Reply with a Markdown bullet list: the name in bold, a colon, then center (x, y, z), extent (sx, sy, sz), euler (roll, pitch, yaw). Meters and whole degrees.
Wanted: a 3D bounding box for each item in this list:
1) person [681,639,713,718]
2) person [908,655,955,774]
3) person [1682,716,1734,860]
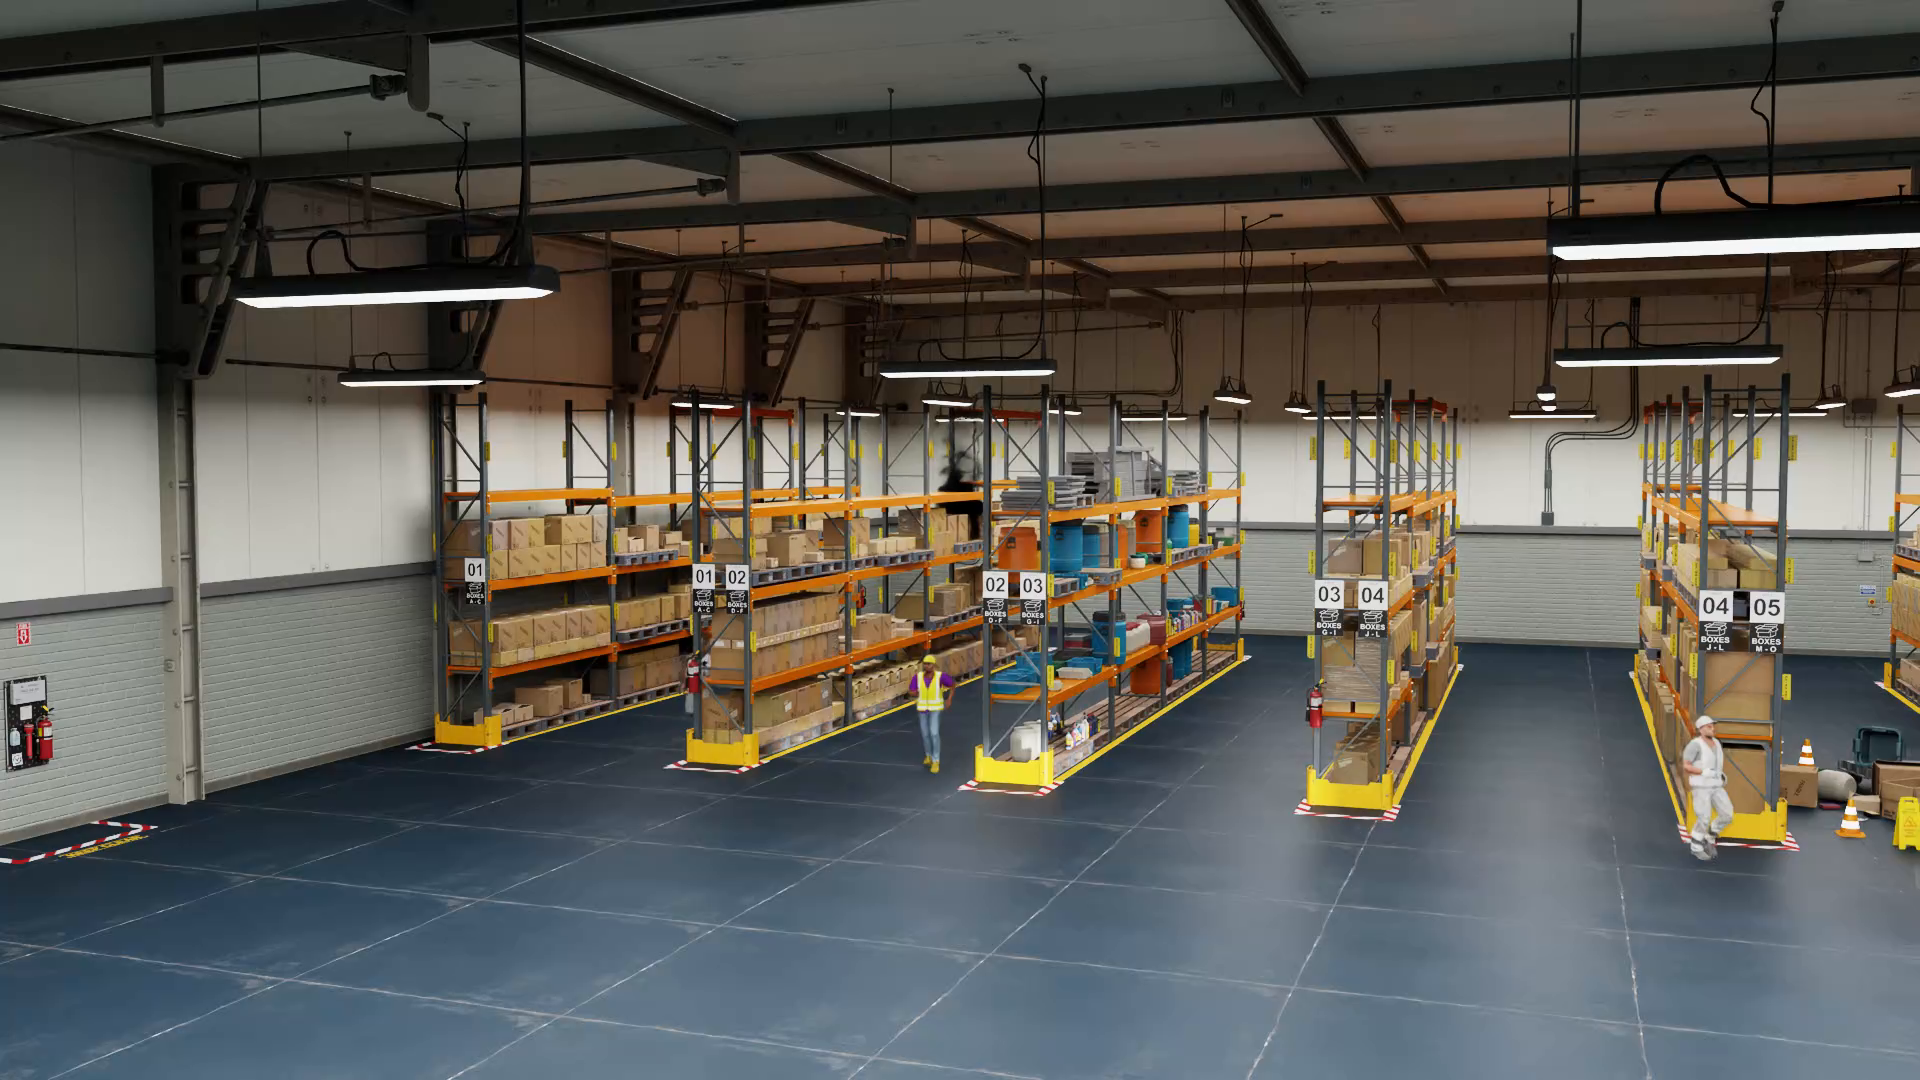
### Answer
- **person**: center (-4.562, 2.589, 29.102), extent (0.663, 1.729, 0.600), euler (1, 3, 14)
- **person**: center (-0.472, 2.711, 26.133), extent (0.709, 1.825, 0.740), euler (1, 3, 15)
- **person**: center (9.190, 3.044, 20.334), extent (0.710, 1.776, 0.588), euler (-1, 3, -20)
